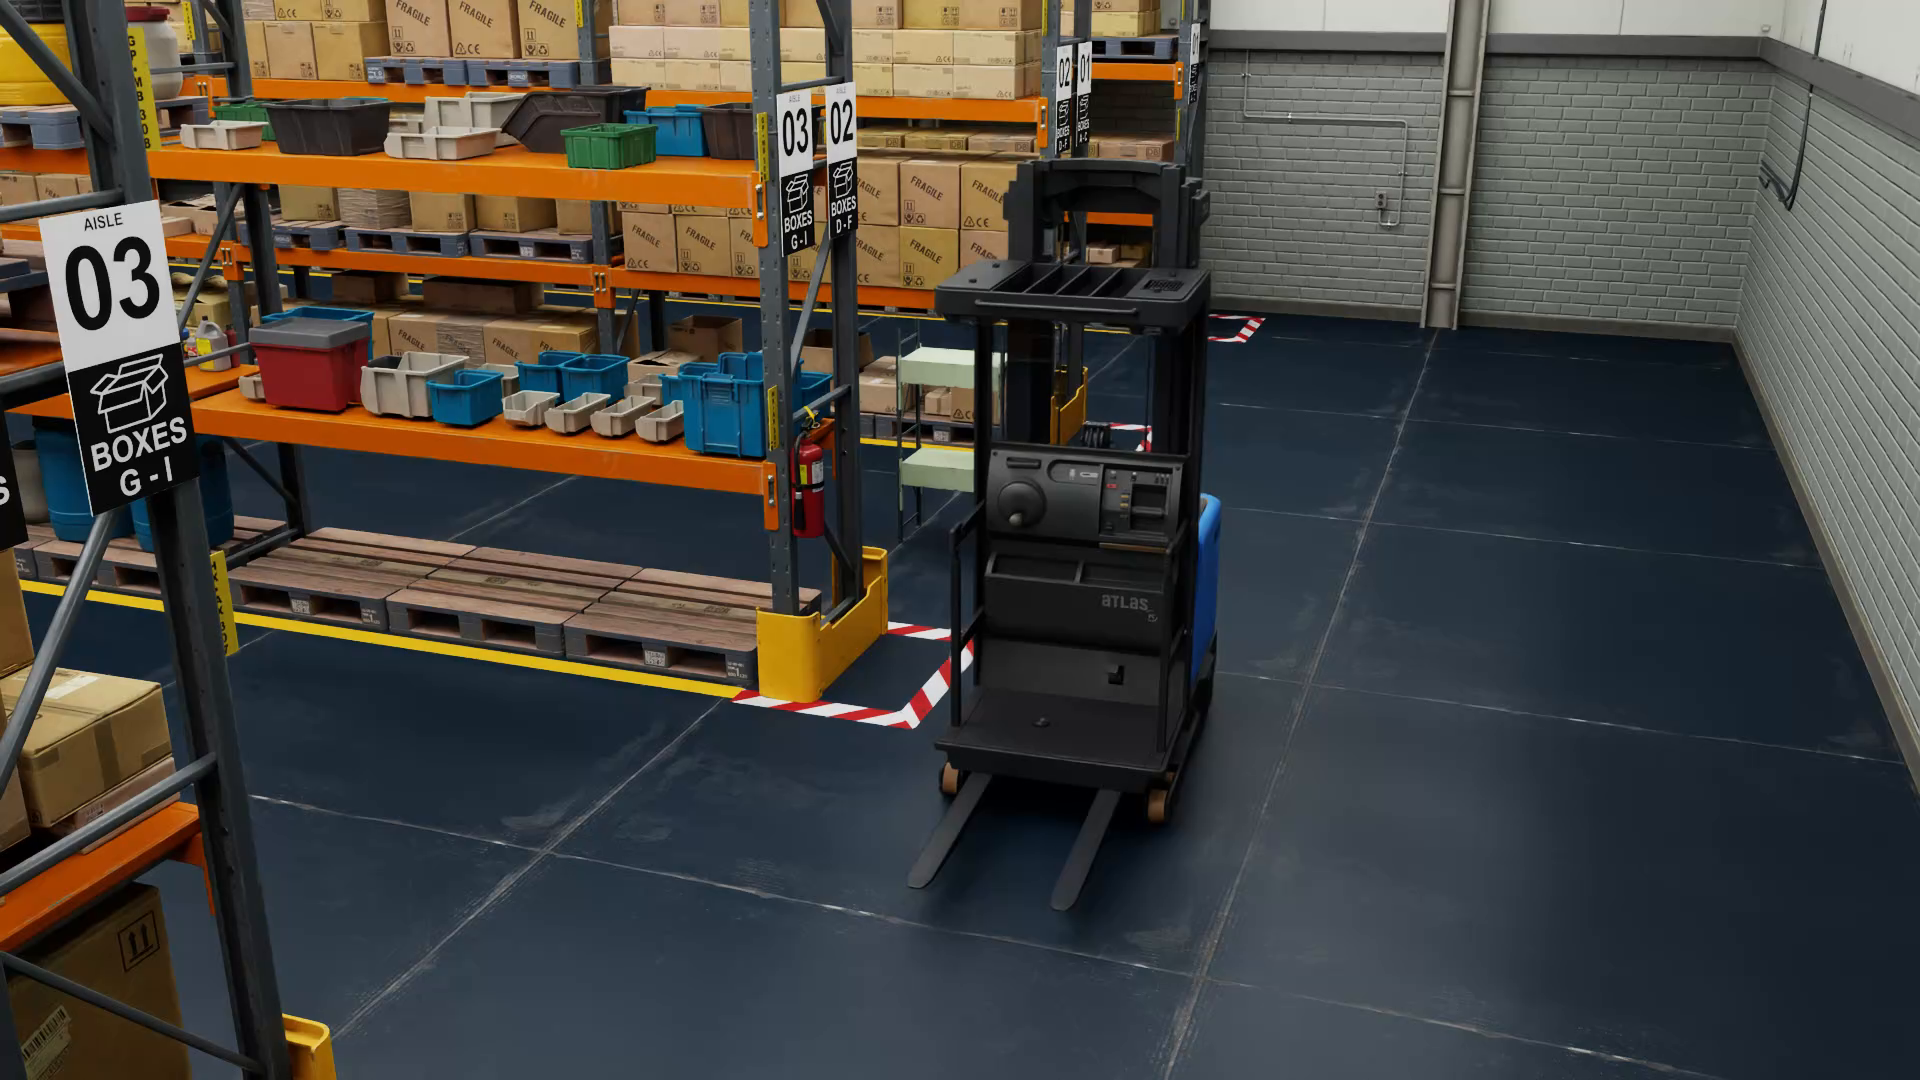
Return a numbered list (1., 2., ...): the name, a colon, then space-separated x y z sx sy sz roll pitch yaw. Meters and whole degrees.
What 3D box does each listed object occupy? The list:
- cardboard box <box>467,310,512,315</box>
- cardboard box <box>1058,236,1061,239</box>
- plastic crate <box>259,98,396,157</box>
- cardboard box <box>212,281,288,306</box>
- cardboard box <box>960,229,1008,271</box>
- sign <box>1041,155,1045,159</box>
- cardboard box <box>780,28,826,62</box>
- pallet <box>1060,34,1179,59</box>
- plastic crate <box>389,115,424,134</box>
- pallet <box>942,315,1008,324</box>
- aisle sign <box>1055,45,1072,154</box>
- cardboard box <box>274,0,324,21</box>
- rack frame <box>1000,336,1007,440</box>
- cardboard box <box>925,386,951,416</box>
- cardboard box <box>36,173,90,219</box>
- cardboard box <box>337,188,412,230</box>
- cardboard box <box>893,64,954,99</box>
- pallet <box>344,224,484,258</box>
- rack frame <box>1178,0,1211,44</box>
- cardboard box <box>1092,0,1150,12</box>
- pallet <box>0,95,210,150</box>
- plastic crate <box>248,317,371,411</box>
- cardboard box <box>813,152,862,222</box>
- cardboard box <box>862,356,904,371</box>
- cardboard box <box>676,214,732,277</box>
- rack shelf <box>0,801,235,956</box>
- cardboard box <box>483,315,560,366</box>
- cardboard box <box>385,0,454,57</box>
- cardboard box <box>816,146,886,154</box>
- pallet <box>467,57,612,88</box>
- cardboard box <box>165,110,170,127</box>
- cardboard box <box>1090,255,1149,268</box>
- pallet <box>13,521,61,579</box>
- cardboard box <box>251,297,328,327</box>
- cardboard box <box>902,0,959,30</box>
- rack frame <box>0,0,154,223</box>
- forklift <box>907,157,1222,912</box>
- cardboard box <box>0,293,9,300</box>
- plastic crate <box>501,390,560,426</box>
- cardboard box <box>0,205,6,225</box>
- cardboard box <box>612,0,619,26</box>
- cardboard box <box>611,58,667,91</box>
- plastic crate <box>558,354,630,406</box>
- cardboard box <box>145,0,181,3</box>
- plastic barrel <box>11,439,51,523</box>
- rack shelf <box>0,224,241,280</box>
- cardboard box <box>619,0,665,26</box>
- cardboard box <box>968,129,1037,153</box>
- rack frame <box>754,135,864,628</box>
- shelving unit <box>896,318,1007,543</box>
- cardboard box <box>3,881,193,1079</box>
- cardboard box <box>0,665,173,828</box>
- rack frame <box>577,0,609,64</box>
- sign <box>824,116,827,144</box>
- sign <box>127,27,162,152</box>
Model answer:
1. cardboard box: -4.299 -1.960 15.771 0.500 0.500 0.500 7 20 19
2. cardboard box: 0.990 -3.329 18.743 0.250 0.149 0.380 7 20 19
3. plastic crate: -3.490 -2.290 9.229 0.590 0.269 0.497 7 20 18
4. cardboard box: -7.121 -2.439 16.703 0.500 0.311 0.500 7 20 20
5. cardboard box: 0.321 -2.273 13.388 0.500 0.500 0.500 7 20 20
6. sign: 0.633 -2.788 12.777 0.005 0.325 0.100 7 20 18
7. cardboard box: -1.153 -3.981 13.351 0.500 0.250 0.500 7 20 18
8. pallet: 1.752 -5.254 17.669 1.213 0.211 1.003 7 20 18
9. plastic crate: -3.247 -2.427 9.826 0.466 0.136 0.293 7 20 18
10. pallet: 0.526 -2.680 18.945 1.213 0.211 1.003 7 20 18
11. aisle sign: 0.798 -3.387 12.786 0.004 0.787 0.394 7 20 18
12. cardboard box: -5.831 -4.958 15.014 0.500 0.500 0.500 7 20 18
13. rack frame: 0.339 -0.669 11.218 0.023 1.500 0.400 7 20 18
14. cardboard box: -0.114 -1.186 14.057 0.250 0.166 0.380 7 20 18
15. cardboard box: -8.811 -3.406 16.639 0.500 0.500 0.500 7 20 18
16. cardboard box: -5.290 -3.180 15.353 0.500 0.500 0.700 11 22 28
17. cardboard box: -0.207 -3.638 13.128 0.500 0.250 0.500 7 20 18
18. pallet: -4.885 -2.827 15.420 1.213 0.211 1.003 7 20 18
19. rack frame: 2.456 -6.635 16.940 0.127 3.000 1.000 7 20 18
20. cardboard box: 1.675 -5.742 17.233 0.500 0.500 0.500 6 20 18
21. pallet: -5.346 -2.536 10.024 1.003 0.211 1.213 7 20 18
22. plastic crate: -3.813 -1.038 9.810 0.583 0.464 0.402 7 20 18
23. cardboard box: -1.131 -2.908 13.691 0.500 0.500 0.500 7 20 20
24. cardboard box: -0.531 -1.426 14.620 0.500 0.250 0.500 7 20 18
25. cardboard box: -2.068 -2.547 14.174 0.500 0.500 0.500 7 20 19
26. rack shelf: -4.310 0.941 5.411 4.000 0.370 1.077 7 20 18
27. cardboard box: -3.969 -1.742 15.145 0.500 0.500 0.500 7 20 18
28. cardboard box: -4.657 -4.624 14.785 0.600 0.600 0.600 6 20 16
29. cardboard box: -0.946 -3.075 14.171 0.500 0.500 0.500 6 20 18
30. pallet: -3.538 -4.114 14.550 1.003 0.211 1.213 7 20 18
31. cardboard box: -9.901 -5.399 21.565 0.500 0.500 0.500 6 20 18
32. cardboard box: 1.762 -2.865 18.398 0.500 0.500 0.700 7 20 18
33. pallet: -6.445 -0.065 11.442 1.213 0.211 1.003 7 20 18
34. cardboard box: -6.387 -2.015 15.930 0.500 0.500 0.500 7 21 20
35. cardboard box: -0.101 -4.328 13.208 0.500 0.500 0.700 7 20 18
36. rack frame: -2.421 -2.015 3.686 0.127 3.000 1.000 7 20 18
37. forklift: 0.529 -0.200 7.697 1.130 2.935 3.031 5 20 15
38. cardboard box: -9.722 -2.545 17.008 0.500 0.311 0.500 6 20 17
39. plastic crate: -2.451 -0.742 9.458 0.250 0.136 0.298 7 20 18
40. cardboard box: -9.732 -3.280 16.811 0.250 0.149 0.380 7 20 18
41. cardboard box: -4.106 -6.263 19.608 0.500 0.500 0.700 5 20 15
42. cardboard box: -2.567 -3.910 13.907 0.500 0.250 0.500 7 20 18
43. plastic crate: -2.164 -0.943 9.887 0.300 0.233 0.416 7 20 18
44. cardboard box: -9.966 -7.070 21.043 0.500 0.500 0.500 8 21 21
45. plastic barrel: -6.255 -0.407 11.329 0.421 0.512 0.421 0 19 0
46. rack shelf: -8.612 -3.002 16.725 4.000 0.370 1.077 7 20 18
47. cardboard box: -2.473 -4.589 13.956 0.500 0.500 0.700 7 20 18
48. cardboard box: 0.563 -4.157 18.488 0.700 0.700 0.980 6 20 15
49. rack frame: -0.795 -0.722 9.091 0.127 3.000 1.000 7 20 18
50. shelving unit: -0.006 -0.709 11.331 0.755 1.500 0.431 7 20 18
51. cardboard box: -3.051 1.578 5.081 0.875 0.875 0.875 7 20 18
52. cardboard box: -2.785 0.612 5.038 0.500 0.250 0.500 6 20 17
53. rack frame: -2.945 -5.527 13.760 0.127 3.000 1.000 7 20 18
54. sign: -1.491 -4.574 18.503 0.005 0.325 0.100 7 20 18
55. sign: -2.233 -1.221 4.516 0.005 0.325 0.100 7 20 18
